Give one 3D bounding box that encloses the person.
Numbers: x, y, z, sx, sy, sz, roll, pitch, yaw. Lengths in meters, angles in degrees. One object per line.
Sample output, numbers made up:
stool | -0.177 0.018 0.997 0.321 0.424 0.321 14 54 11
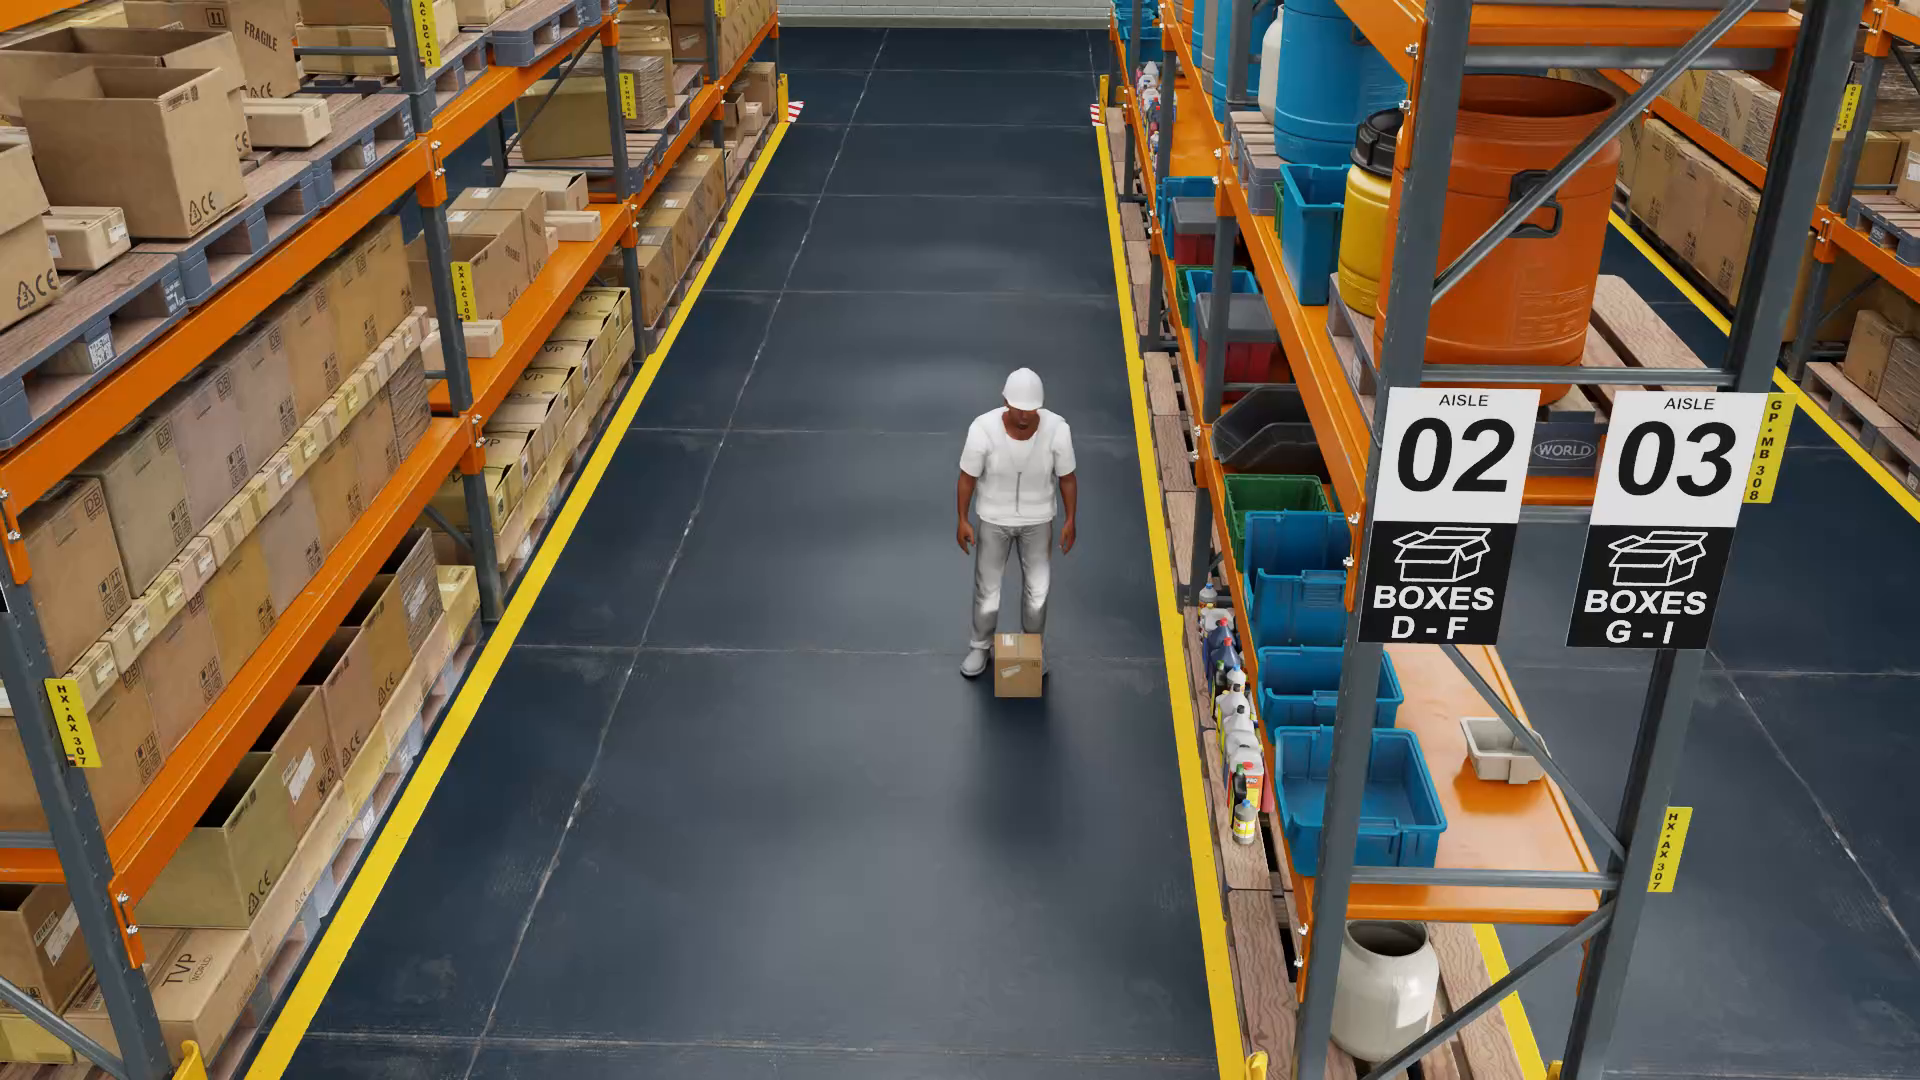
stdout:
person | 0.299 -0.098 8.787 0.637 1.761 0.454 0 28 0
